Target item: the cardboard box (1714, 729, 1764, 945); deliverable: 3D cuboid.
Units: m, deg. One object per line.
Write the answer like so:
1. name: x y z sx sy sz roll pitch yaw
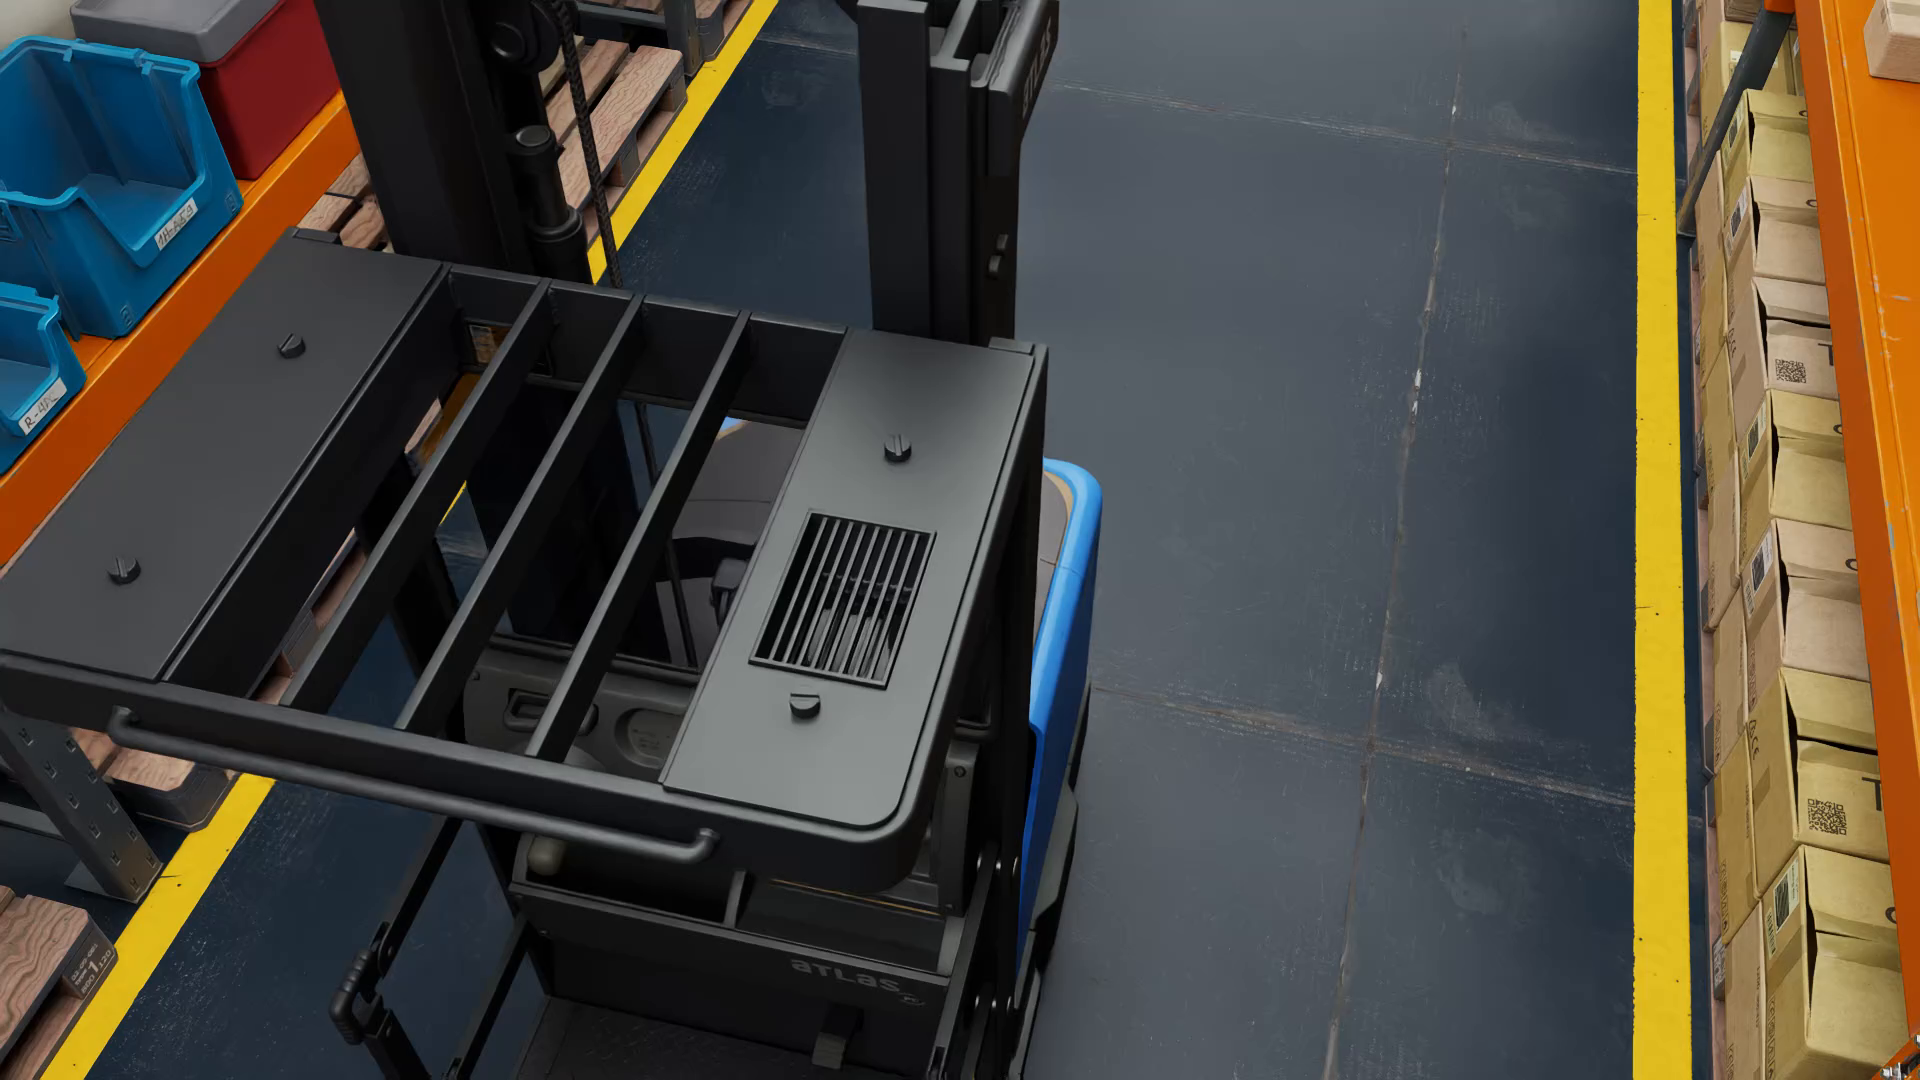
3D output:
1. cardboard box: 2.176 0.781 4.114 0.500 0.250 0.500 11 49 10

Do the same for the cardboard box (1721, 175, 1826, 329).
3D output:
1. cardboard box: 2.708 -0.885 5.210 0.500 0.311 0.500 11 49 10

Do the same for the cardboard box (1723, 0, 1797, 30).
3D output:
1. cardboard box: 3.248 -2.296 6.330 0.500 0.500 0.500 12 50 10

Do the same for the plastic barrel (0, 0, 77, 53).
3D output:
1. plastic barrel: -2.461 -1.296 4.319 0.421 0.512 0.421 0 49 0

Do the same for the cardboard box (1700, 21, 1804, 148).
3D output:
1. cardboard box: 3.105 -1.689 6.294 0.500 0.250 0.500 12 50 10

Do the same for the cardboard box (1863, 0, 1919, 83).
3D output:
1. cardboard box: 2.763 -1.398 4.650 0.380 0.149 0.250 12 50 10

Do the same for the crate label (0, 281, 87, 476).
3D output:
1. crate label: -2.164 -0.344 3.664 0.303 0.233 0.416 12 50 10

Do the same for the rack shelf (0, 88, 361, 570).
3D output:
1. rack shelf: -2.110 -1.377 4.944 1.077 0.370 4.000 12 50 10

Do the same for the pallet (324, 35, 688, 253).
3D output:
1. pallet: -1.753 -1.563 6.489 1.003 0.211 1.213 12 50 10

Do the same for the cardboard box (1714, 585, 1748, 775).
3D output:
1. cardboard box: 2.312 0.418 4.435 0.500 0.250 0.500 13 50 11

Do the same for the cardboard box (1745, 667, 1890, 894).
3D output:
1. cardboard box: 2.172 0.593 3.906 0.500 0.311 0.500 11 49 9

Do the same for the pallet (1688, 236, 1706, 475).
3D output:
1. pallet: 3.038 -0.618 5.655 1.003 0.211 1.213 12 50 10

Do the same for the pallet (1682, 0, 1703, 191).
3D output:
1. pallet: 3.444 -1.726 6.632 1.003 0.211 1.213 12 50 10

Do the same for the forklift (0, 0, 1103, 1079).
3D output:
1. forklift: -0.481 0.558 2.803 1.130 2.935 3.031 10 49 9

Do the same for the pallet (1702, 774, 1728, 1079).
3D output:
1. pallet: 2.395 1.147 4.097 1.003 0.211 1.213 12 50 10

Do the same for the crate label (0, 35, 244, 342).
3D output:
1. crate label: -2.114 -0.845 3.972 0.502 0.435 0.616 12 50 10

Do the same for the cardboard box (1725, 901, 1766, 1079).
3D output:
1. cardboard box: 2.044 1.154 3.785 0.500 0.250 0.500 13 50 11

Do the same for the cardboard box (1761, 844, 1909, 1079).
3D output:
1. cardboard box: 2.041 0.970 3.573 0.500 0.311 0.500 13 50 11

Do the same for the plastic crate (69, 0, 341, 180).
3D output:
1. plastic crate: -1.916 -1.298 4.352 0.402 0.464 0.583 12 50 10

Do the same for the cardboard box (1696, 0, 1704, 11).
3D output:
1. cardboard box: 3.364 -2.413 6.933 0.500 0.250 0.500 12 50 10

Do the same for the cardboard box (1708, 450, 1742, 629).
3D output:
1. cardboard box: 2.444 0.045 4.764 0.500 0.250 0.500 12 50 11

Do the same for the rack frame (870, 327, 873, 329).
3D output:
1. rack frame: -0.108 -0.101 4.539 0.240 1.200 0.015 12 50 10

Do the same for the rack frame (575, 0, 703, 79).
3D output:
1. rack frame: -1.584 -3.061 5.951 1.000 3.000 0.127 12 50 10

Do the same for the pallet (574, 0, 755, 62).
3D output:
1. pallet: -1.367 -2.616 7.418 1.003 0.211 1.213 12 50 10

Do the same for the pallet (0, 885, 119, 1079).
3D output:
1. pallet: -2.804 1.333 3.933 1.003 0.211 1.213 12 50 10

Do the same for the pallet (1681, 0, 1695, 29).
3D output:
1. pallet: 3.763 -2.611 7.413 1.003 0.211 1.213 12 50 10

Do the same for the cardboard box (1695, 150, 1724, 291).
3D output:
1. cardboard box: 2.849 -1.068 5.745 0.500 0.250 0.500 10 49 9

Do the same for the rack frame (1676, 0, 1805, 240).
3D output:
1. rack frame: 3.194 -2.081 5.086 1.000 3.000 0.127 12 50 10

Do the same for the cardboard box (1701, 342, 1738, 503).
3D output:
1. cardboard box: 2.579 -0.323 5.088 0.500 0.250 0.500 10 49 9

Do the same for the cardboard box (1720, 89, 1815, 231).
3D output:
1. cardboard box: 2.845 -1.246 5.529 0.500 0.311 0.500 12 50 10

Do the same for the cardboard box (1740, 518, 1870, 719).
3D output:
1. cardboard box: 2.307 0.228 4.228 0.500 0.311 0.500 11 50 10

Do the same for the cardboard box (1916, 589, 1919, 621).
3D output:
1. cardboard box: 2.111 0.190 3.249 0.380 0.149 0.250 12 50 10

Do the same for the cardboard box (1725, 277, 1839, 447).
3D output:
1. cardboard box: 2.573 -0.511 4.880 0.500 0.311 0.500 10 49 9

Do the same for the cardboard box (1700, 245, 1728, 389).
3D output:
1. cardboard box: 2.713 -0.698 5.419 0.500 0.250 0.500 13 50 11

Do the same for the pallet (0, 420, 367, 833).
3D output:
1. pallet: -2.395 0.202 4.931 1.003 0.211 1.213 12 50 10

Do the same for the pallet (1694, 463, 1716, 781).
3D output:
1. pallet: 2.718 0.267 4.873 1.003 0.211 1.213 12 50 10

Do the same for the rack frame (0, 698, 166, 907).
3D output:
1. rack frame: -2.637 -0.168 3.398 1.000 3.000 0.127 12 50 10

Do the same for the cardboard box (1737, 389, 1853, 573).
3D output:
1. cardboard box: 2.441 -0.134 4.547 0.500 0.311 0.500 13 50 11

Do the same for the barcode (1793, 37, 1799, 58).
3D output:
1. barcode: 2.725 -1.615 5.408 0.001 0.075 0.075 12 50 10

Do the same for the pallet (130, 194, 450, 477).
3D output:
1. pallet: -2.072 -0.678 5.707 1.003 0.211 1.213 12 50 10

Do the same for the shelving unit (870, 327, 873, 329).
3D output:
1. shelving unit: -0.044 -0.277 4.694 0.258 1.200 0.503 12 50 10

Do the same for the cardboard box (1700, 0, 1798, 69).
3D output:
1. cardboard box: 3.246 -2.049 6.611 0.500 0.250 0.500 12 50 10
